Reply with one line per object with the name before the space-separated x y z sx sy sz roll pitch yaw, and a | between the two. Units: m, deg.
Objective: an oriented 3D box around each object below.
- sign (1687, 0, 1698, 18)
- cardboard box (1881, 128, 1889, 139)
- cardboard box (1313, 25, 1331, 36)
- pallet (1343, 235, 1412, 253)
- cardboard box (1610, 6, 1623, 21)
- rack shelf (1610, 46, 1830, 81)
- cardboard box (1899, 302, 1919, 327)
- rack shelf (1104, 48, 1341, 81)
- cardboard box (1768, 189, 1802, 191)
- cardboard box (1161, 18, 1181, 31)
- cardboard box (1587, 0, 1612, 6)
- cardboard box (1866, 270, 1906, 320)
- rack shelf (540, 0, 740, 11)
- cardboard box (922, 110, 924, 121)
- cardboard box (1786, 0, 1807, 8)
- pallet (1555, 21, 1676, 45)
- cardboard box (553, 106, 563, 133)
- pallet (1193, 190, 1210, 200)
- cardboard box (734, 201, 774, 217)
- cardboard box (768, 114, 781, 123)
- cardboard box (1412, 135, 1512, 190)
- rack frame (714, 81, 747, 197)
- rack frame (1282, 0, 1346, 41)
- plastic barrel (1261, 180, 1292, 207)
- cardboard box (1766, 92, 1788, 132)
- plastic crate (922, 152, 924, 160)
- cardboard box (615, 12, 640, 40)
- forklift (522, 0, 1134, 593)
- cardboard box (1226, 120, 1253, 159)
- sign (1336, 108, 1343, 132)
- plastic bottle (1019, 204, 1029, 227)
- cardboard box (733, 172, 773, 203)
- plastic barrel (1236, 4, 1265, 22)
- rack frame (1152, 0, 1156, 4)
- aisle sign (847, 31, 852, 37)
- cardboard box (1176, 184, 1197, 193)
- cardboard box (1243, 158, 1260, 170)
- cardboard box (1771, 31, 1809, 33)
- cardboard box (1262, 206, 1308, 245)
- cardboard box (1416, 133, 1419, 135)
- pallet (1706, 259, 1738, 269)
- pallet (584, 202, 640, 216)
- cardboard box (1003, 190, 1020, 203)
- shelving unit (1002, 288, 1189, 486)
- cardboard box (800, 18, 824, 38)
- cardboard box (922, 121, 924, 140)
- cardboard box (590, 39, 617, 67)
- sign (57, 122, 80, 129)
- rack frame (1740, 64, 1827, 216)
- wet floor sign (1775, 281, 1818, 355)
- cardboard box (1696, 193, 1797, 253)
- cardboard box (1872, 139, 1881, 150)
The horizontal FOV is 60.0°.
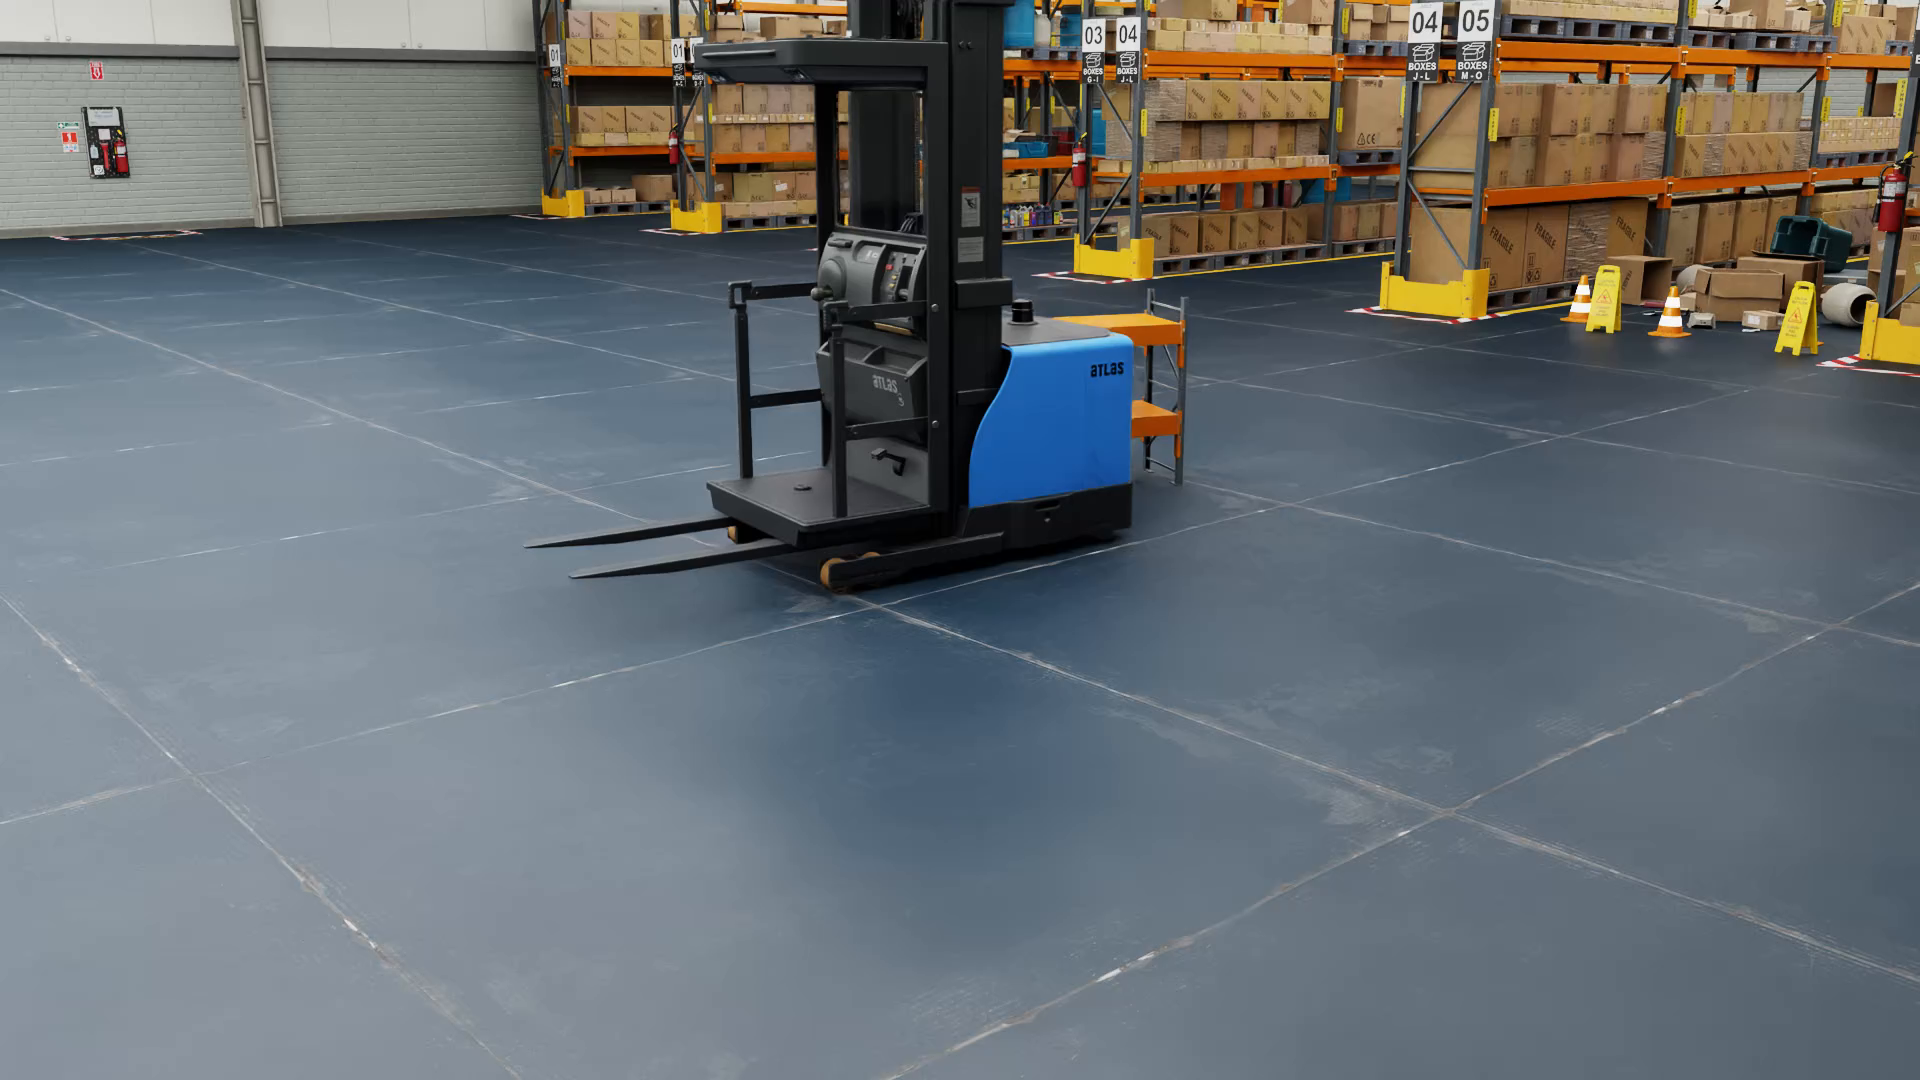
sign | 8.503 -6.227 19.281 0.005 0.325 0.100 -13 19 -39
cardboard box | 13.214 -5.895 24.102 0.250 0.149 0.380 -14 20 -42
cardboard box | 4.902 -7.038 22.992 0.250 0.149 0.380 -12 19 -38
pallet | 6.465 -4.573 25.460 1.213 0.211 1.003 -13 19 -39
cardboard box | 7.113 -5.836 18.454 0.250 0.149 0.380 -13 20 -40
rack shelf | 9.646 -6.038 21.123 4.000 0.370 1.077 -13 19 -39
cardboard box | 8.897 -2.041 15.093 0.500 0.250 0.500 -13 20 -40
rack shelf | 3.449 -6.343 22.265 4.000 0.370 1.077 -13 19 -39
cardboard box | 11.873 -4.887 23.810 0.500 0.250 0.500 -12 19 -39
cardboard box | 2.559 -6.498 20.972 0.250 0.149 0.380 -12 19 -38
cardboard box | 6.794 -5.980 18.219 0.500 0.250 0.500 -13 20 -40
cardboard box | 9.762 -2.528 17.239 0.500 0.500 0.500 0 15 -1
rack shelf | -6.306 -10.683 32.709 4.000 0.370 1.077 -13 19 -39
cardboard box | -0.844 -9.472 37.588 0.500 0.500 0.500 -12 19 -38
cardboard box | 11.290 -7.261 22.633 0.258 0.266 0.396 -13 19 -39
pallet | 7.513 -5.867 19.262 1.213 0.211 1.003 -13 19 -39
cardboard box | -7.598 -8.216 32.495 0.500 0.500 0.500 -13 20 -40
pallet | 5.932 -7.841 37.696 1.213 0.211 1.003 -13 19 -39
cardboard box | -3.634 -5.839 29.312 0.500 0.250 0.500 -13 19 -39
cardboard box | -3.345 -7.393 29.164 0.250 0.149 0.380 -14 20 -41
cardboard box | 5.370 -4.064 17.861 0.550 0.550 0.875 -13 19 -39
rack frame | -4.797 -8.473 34.658 0.127 3.000 1.000 -13 19 -39
rack frame | 4.958 -8.478 23.054 0.127 3.000 1.000 -13 19 -39
plastic barrel | 5.934 -6.537 31.270 0.708 0.588 0.600 -13 19 -39
cardboard box | 10.429 -5.646 21.944 0.500 0.500 0.700 -13 20 -40
plastic crate | -0.425 -5.828 25.268 0.250 0.136 0.298 -13 19 -39
cardboard box | -6.573 -9.968 32.271 0.500 0.500 0.500 -12 19 -38
forklift | -0.607 -1.320 8.014 3.031 2.935 1.130 -10 18 -32
cardboard box | 3.462 -5.449 22.567 0.500 0.500 0.875 -13 19 -39
sign | 5.320 -5.894 23.325 0.005 0.325 0.100 -13 19 -39
plastic bottle | 1.021 -5.225 26.778 0.185 0.351 0.144 -13 20 -40
cardboard box | -3.633 -6.201 29.214 0.500 0.500 0.500 -13 19 -39
plastic barrel | 5.154 -9.177 29.836 0.708 0.830 0.600 -13 19 -39
rack frame | 4.493 -11.763 35.350 0.127 3.000 1.000 -13 19 -39
aisle sign | -1.560 -7.168 24.736 0.004 0.787 0.394 -13 19 -39
cardboard box | 4.951 -7.807 36.522 0.500 0.311 0.500 -13 19 -39
cardboard box | 3.847 -5.114 22.569 0.250 0.149 0.380 -13 19 -39
cardboard box | 10.848 -6.718 21.721 0.250 0.166 0.380 -13 19 -39
cardboard box | 4.630 -4.515 23.872 0.500 0.500 0.500 -13 20 -41
cardboard box | 6.895 -6.061 25.073 0.258 0.266 0.396 -13 20 -41
pallet | 9.591 -3.603 21.831 1.213 0.211 1.003 -13 19 -39
pallet | -7.121 -6.592 33.019 1.213 0.211 1.003 -13 19 -39
cardboard box | 0.852 -6.837 33.047 0.500 0.250 0.500 -13 20 -40
shelving unit | 0.756 -0.884 9.879 1.048 1.125 0.538 -5 16 -18
cardboard box | -2.867 -9.024 29.625 0.637 0.503 0.797 -10 18 -33
cardboard box | -0.555 -7.774 31.846 0.500 0.500 0.500 -11 18 -35
cardboard box | -6.969 -9.395 32.063 0.500 0.500 0.500 -11 19 -36
sign | -14.745 -6.853 27.499 0.331 0.109 0.001 -13 19 -39
rack frame | 11.155 -5.275 22.686 0.127 3.000 1.000 -13 19 -39
wet floor sign | 7.600 -2.012 15.031 0.232 0.644 0.267 -6 16 -20
cardboard box | 10.637 -4.305 22.601 0.750 0.750 1.050 -13 20 -40
cardboard box | 13.022 -5.707 23.976 0.250 0.149 0.380 -12 19 -37
